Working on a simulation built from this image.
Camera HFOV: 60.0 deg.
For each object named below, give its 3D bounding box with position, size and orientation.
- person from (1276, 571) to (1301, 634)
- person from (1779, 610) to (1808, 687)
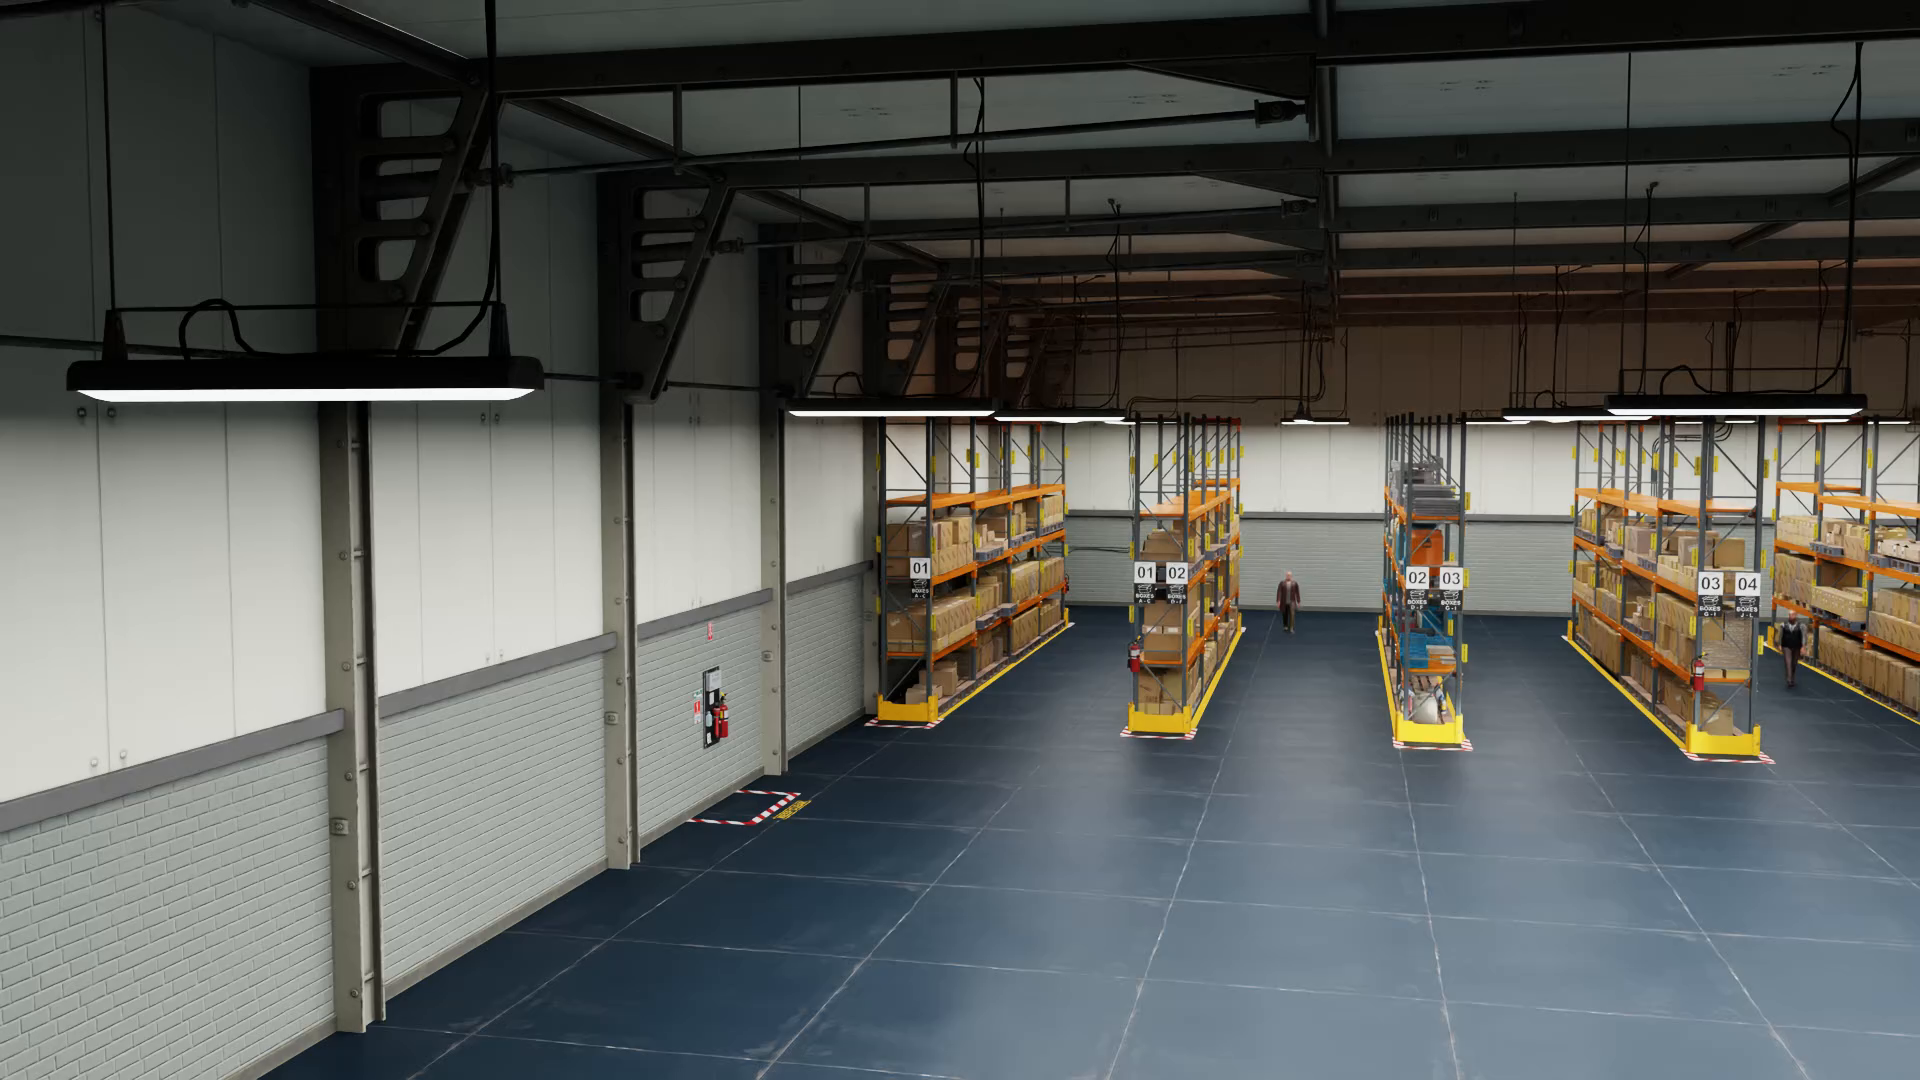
[{"bbox_3d":[9.111,1.729,46.114,0.676,1.716,1.170,1,4,9],"label":"person"},{"bbox_3d":[18.457,2.387,36.811,0.511,1.663,1.074,1,4,14],"label":"person"}]
